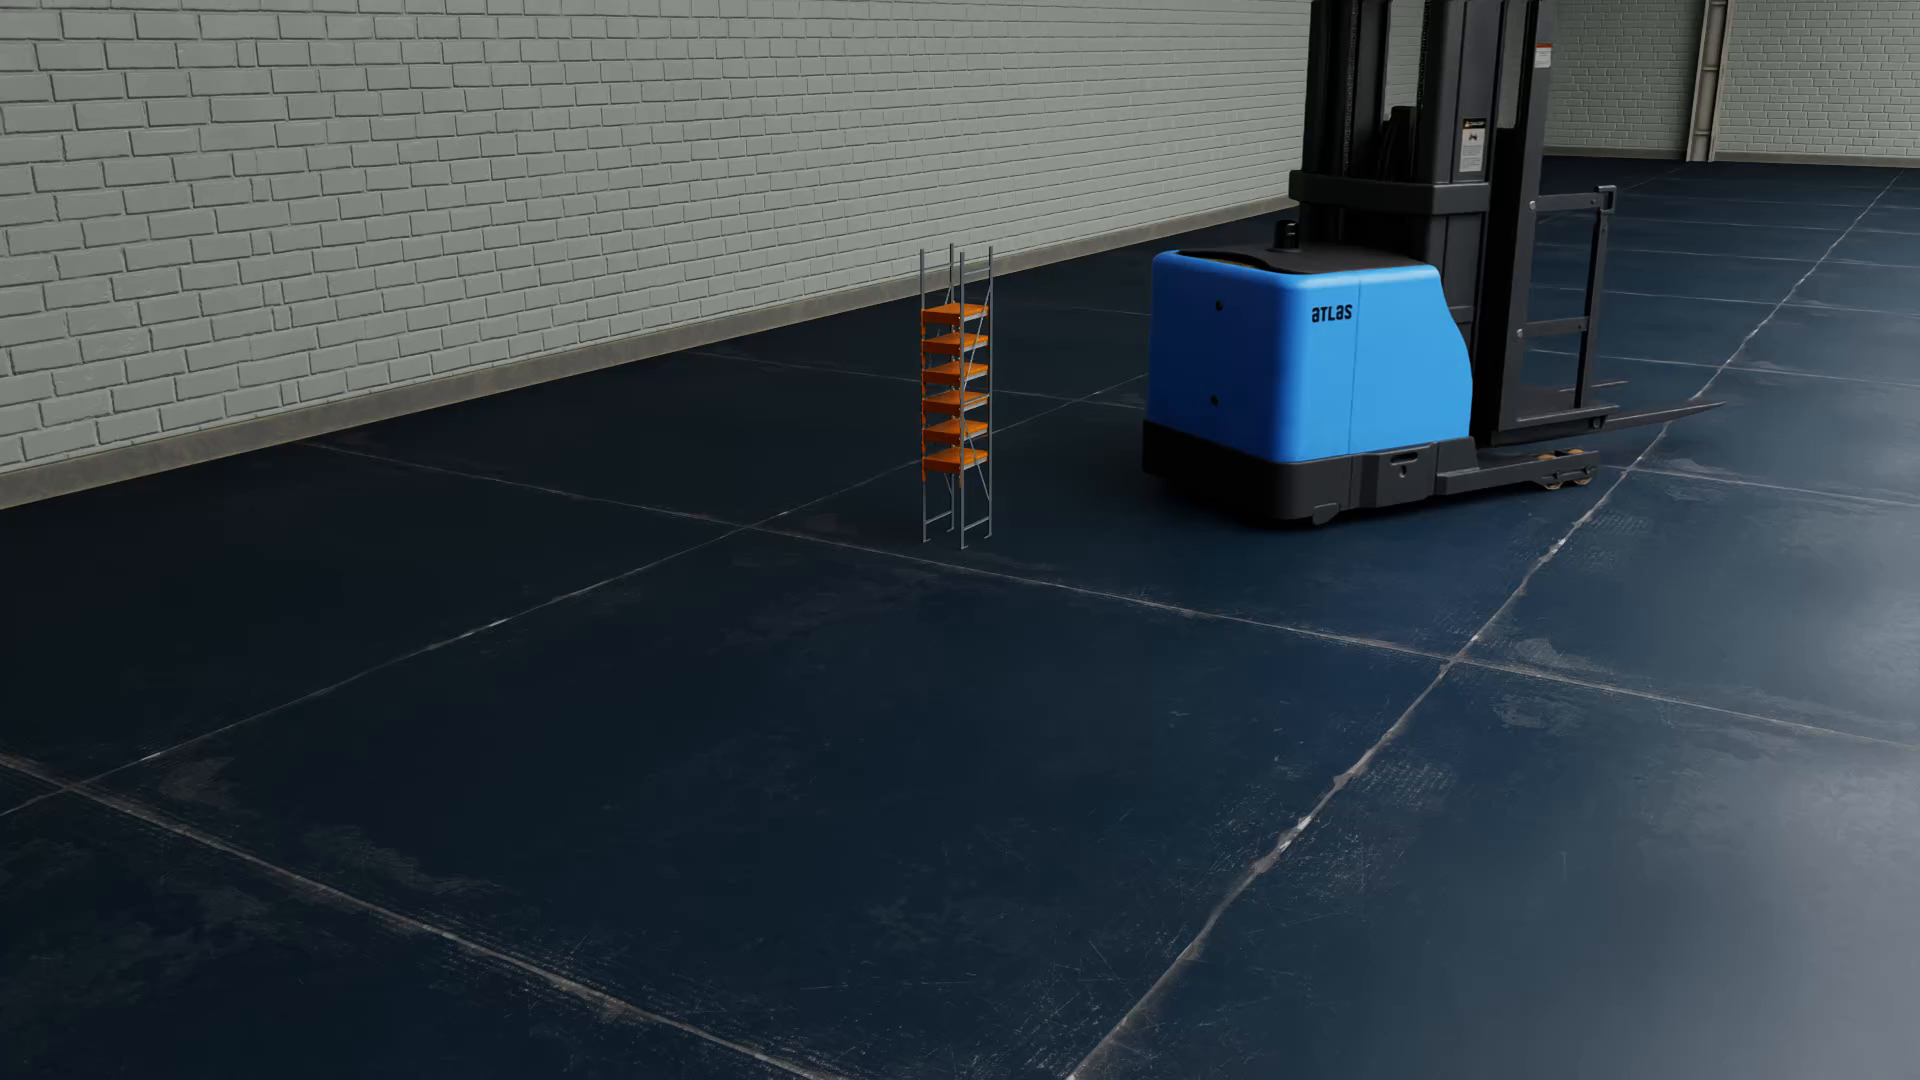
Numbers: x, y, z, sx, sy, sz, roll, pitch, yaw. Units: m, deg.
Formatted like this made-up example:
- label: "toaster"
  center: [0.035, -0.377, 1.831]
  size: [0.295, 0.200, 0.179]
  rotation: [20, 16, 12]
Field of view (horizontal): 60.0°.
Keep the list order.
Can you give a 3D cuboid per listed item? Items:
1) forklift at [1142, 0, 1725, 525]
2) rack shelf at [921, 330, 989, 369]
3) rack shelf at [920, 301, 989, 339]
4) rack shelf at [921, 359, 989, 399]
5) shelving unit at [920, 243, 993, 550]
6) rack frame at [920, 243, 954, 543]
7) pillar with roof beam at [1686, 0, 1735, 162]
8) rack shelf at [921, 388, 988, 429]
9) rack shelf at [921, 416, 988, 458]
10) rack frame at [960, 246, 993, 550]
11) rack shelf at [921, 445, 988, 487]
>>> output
- label: "forklift"
  center: [2.384, -1.754, 7.611]
  size: [3.031, 2.935, 1.130]
  rotation: [-9, 19, -28]
- label: "rack shelf"
  center: [-0.012, -0.763, 6.657]
  size: [0.180, 0.103, 0.258]
  rotation: [10, 20, 30]
- label: "rack shelf"
  center: [-0.012, -0.878, 6.622]
  size: [0.180, 0.103, 0.258]
  rotation: [10, 20, 30]
- label: "rack shelf"
  center: [-0.012, -0.649, 6.692]
  size: [0.180, 0.103, 0.258]
  rotation: [10, 20, 30]
- label: "shelving unit"
  center: [-0.012, -0.576, 6.714]
  size: [0.189, 1.200, 0.258]
  rotation: [10, 20, 30]
- label: "rack frame"
  center: [-0.090, -0.590, 6.760]
  size: [0.006, 1.200, 0.240]
  rotation: [10, 20, 30]
- label: "pillar with roof beam"
  center: [10.025, -9.531, 22.777]
  size: [0.400, 9.000, 9.100]
  rotation: [10, 20, 30]
- label: "rack shelf"
  center: [-0.012, -0.534, 6.727]
  size: [0.180, 0.103, 0.258]
  rotation: [10, 20, 30]
- label: "rack shelf"
  center: [-0.012, -0.419, 6.762]
  size: [0.180, 0.103, 0.258]
  rotation: [10, 20, 30]
- label: "rack frame"
  center: [0.066, -0.562, 6.668]
  size: [0.006, 1.200, 0.240]
  rotation: [10, 20, 30]
- label: "rack shelf"
  center: [-0.012, -0.304, 6.797]
  size: [0.180, 0.103, 0.258]
  rotation: [10, 20, 30]
